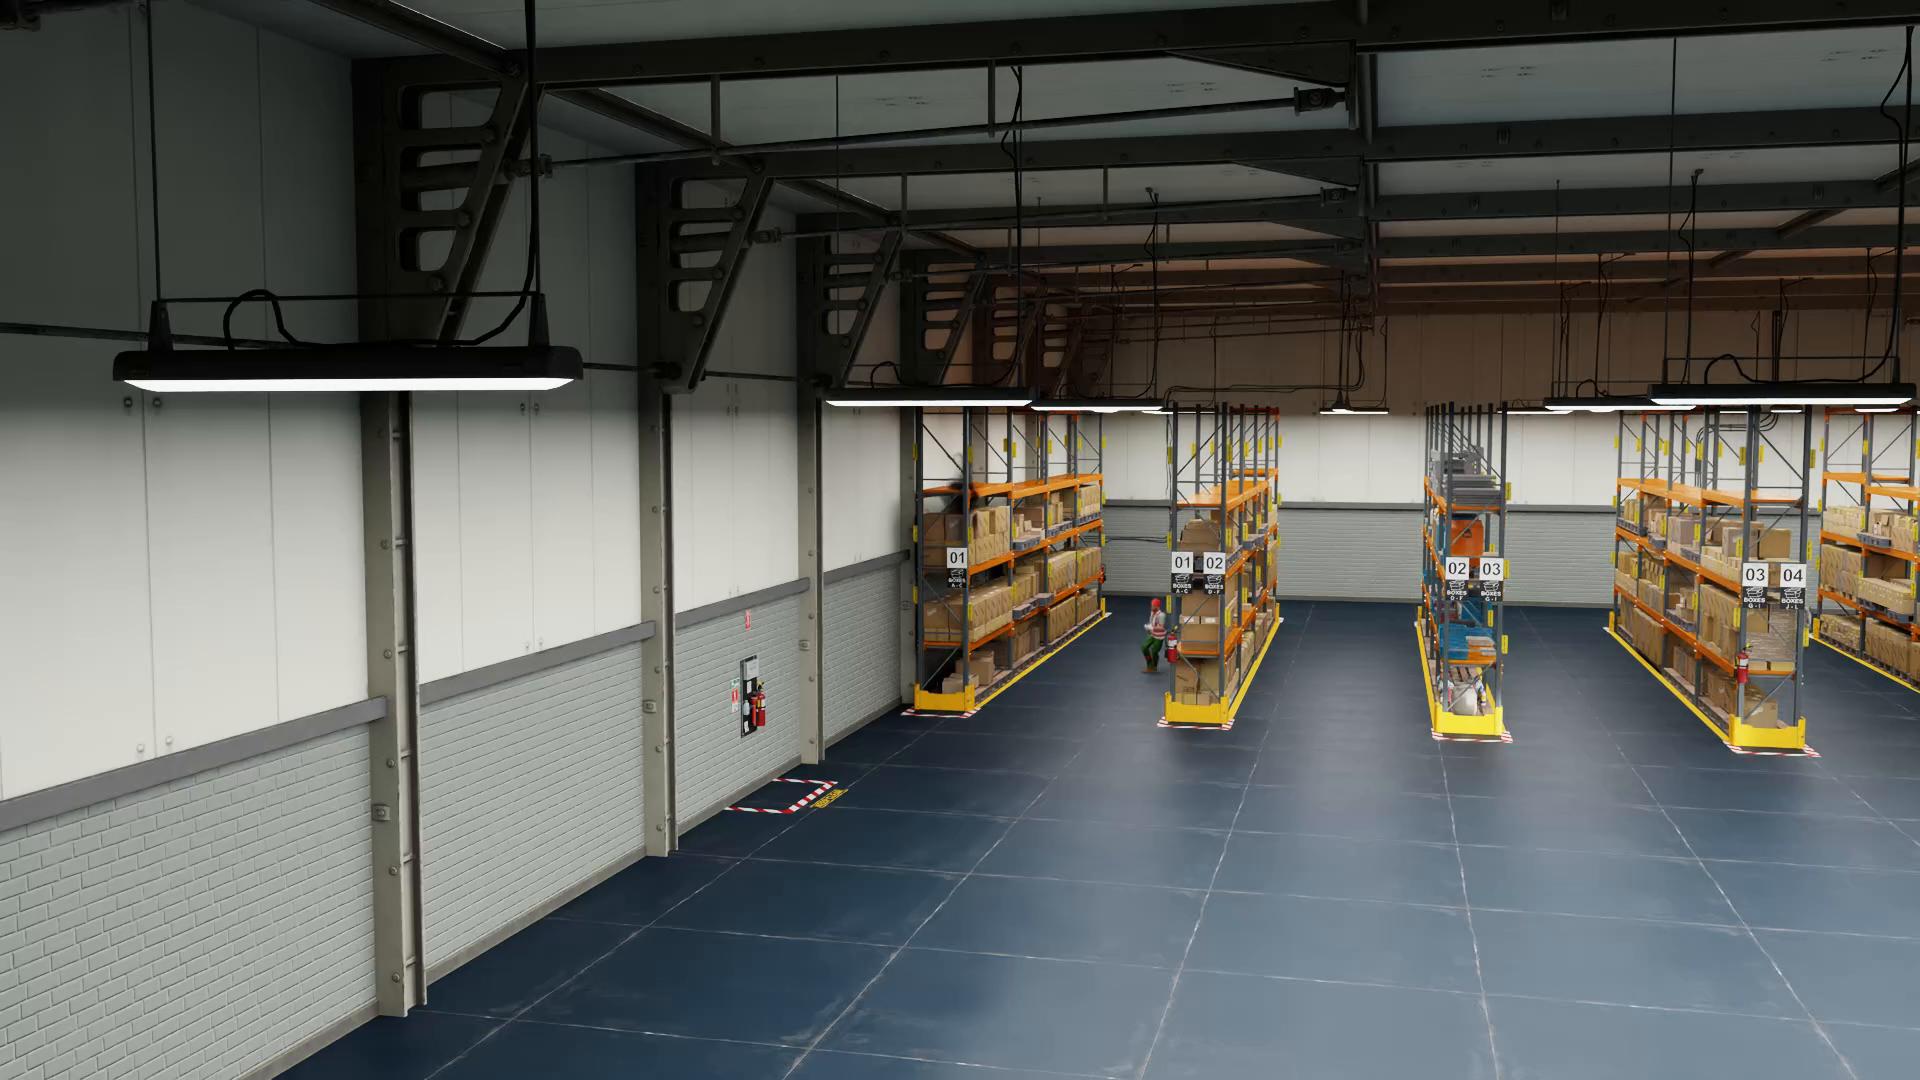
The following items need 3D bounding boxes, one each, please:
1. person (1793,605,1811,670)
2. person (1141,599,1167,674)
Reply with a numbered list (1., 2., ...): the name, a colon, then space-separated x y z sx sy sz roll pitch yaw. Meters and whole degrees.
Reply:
1. person: 19.135 2.081 37.958 0.592 1.738 0.809 1 4 14
2. person: 4.308 2.124 36.954 0.724 1.676 0.820 -4 6 -42
